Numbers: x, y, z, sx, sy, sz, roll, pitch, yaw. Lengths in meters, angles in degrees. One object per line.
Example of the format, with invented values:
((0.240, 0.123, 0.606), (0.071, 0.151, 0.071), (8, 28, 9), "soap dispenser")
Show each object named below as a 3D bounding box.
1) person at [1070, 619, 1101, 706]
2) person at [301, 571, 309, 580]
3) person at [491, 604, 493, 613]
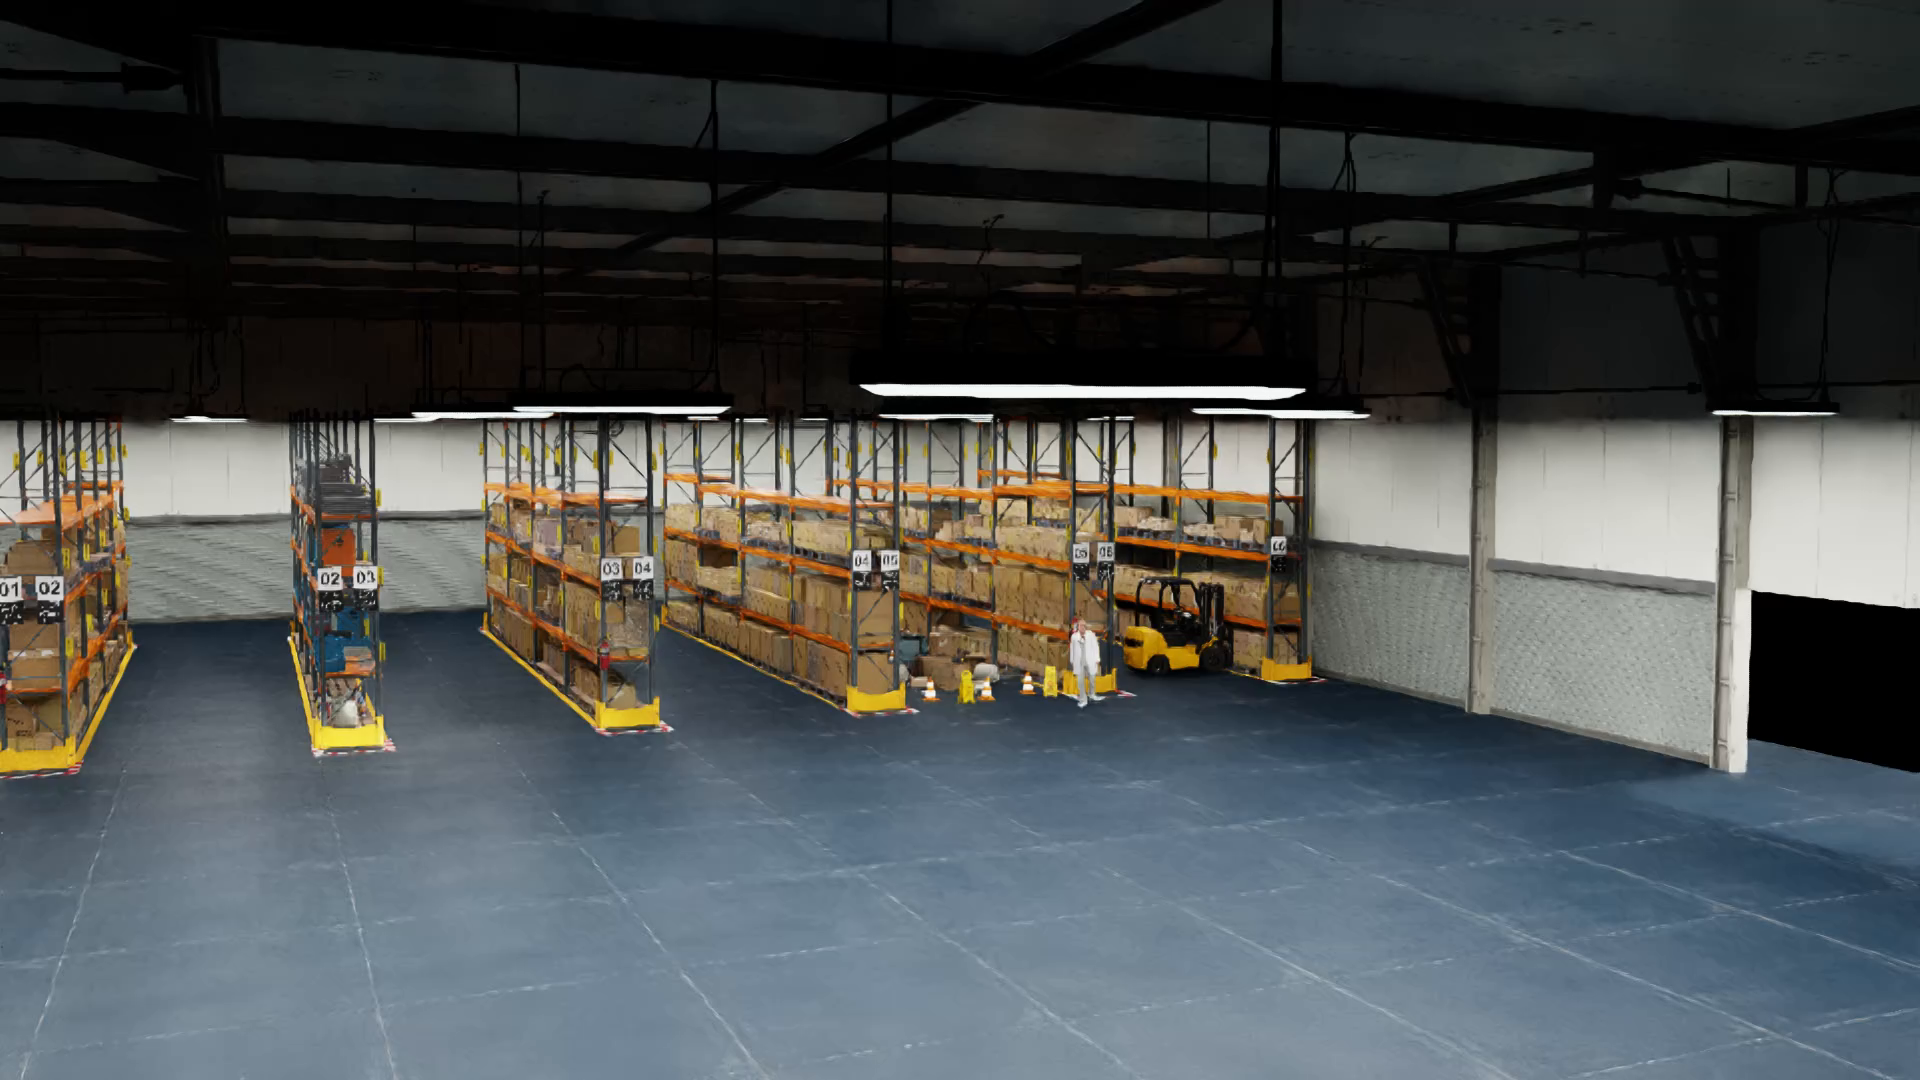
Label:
((2.551, 2.474, 33.817), (0.622, 1.770, 0.607), (1, 4, 12), "person")
((-18.335, 1.608, 46.883), (0.608, 1.652, 0.474), (3, 5, 35), "person")
((-13.818, 1.356, 50.004), (0.539, 1.745, 0.736), (2, 4, 22), "person")
